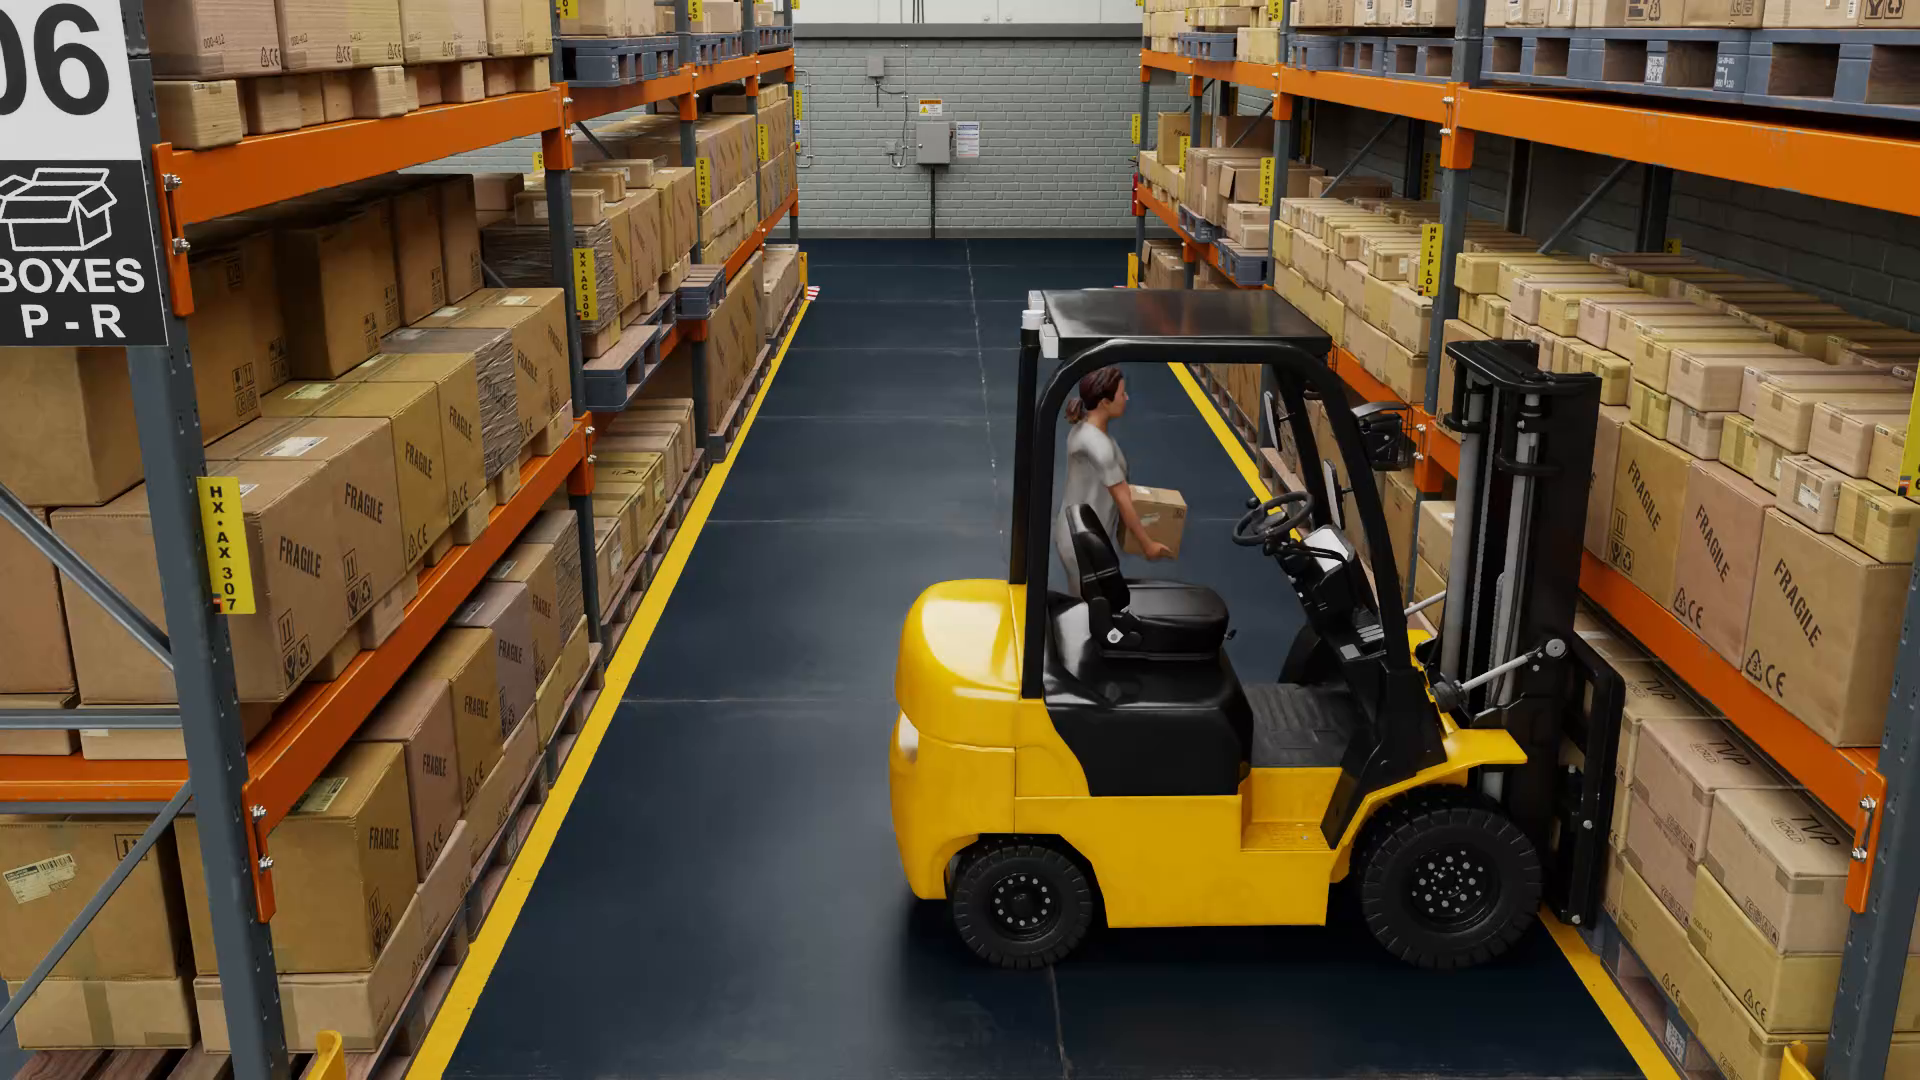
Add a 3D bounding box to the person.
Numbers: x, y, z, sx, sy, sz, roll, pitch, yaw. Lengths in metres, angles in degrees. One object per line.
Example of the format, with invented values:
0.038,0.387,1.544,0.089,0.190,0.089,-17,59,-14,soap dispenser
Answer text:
0.676,0.032,7.470,0.508,1.667,0.410,-1,17,-2,person
